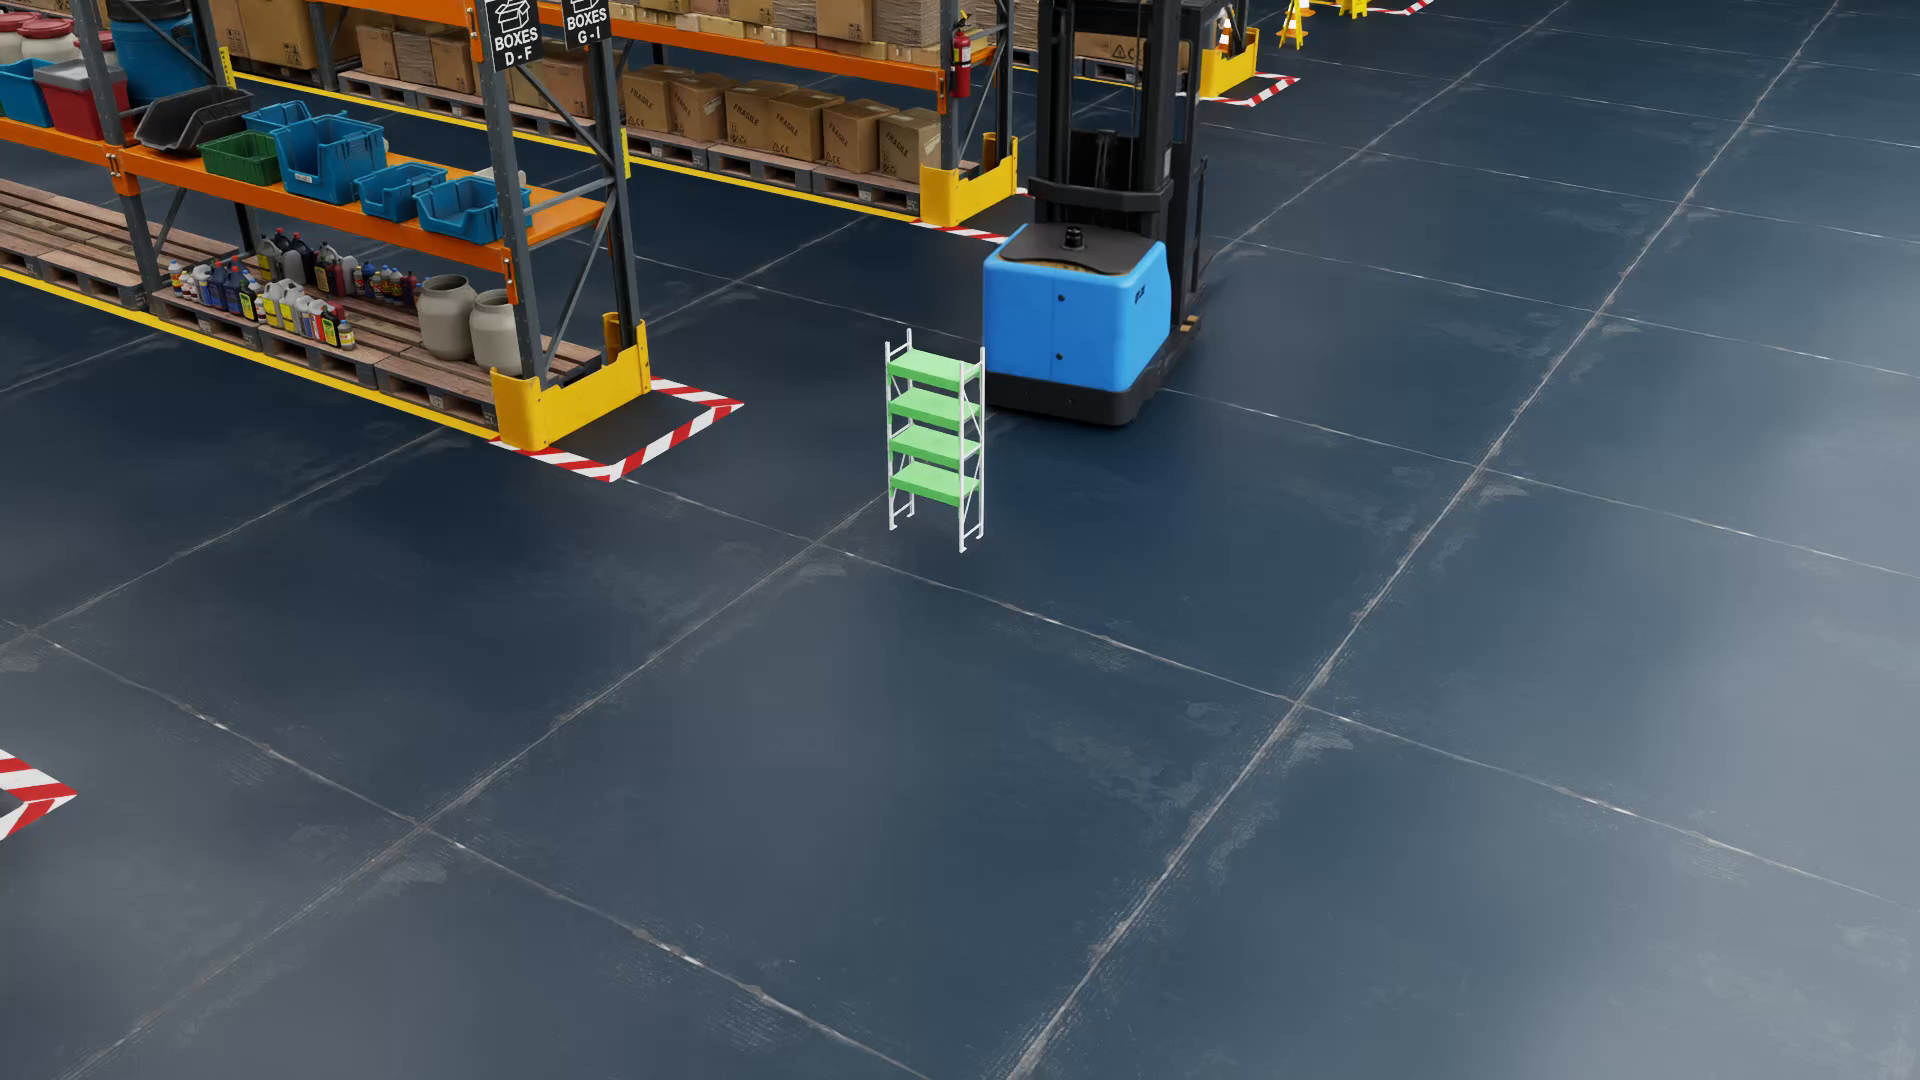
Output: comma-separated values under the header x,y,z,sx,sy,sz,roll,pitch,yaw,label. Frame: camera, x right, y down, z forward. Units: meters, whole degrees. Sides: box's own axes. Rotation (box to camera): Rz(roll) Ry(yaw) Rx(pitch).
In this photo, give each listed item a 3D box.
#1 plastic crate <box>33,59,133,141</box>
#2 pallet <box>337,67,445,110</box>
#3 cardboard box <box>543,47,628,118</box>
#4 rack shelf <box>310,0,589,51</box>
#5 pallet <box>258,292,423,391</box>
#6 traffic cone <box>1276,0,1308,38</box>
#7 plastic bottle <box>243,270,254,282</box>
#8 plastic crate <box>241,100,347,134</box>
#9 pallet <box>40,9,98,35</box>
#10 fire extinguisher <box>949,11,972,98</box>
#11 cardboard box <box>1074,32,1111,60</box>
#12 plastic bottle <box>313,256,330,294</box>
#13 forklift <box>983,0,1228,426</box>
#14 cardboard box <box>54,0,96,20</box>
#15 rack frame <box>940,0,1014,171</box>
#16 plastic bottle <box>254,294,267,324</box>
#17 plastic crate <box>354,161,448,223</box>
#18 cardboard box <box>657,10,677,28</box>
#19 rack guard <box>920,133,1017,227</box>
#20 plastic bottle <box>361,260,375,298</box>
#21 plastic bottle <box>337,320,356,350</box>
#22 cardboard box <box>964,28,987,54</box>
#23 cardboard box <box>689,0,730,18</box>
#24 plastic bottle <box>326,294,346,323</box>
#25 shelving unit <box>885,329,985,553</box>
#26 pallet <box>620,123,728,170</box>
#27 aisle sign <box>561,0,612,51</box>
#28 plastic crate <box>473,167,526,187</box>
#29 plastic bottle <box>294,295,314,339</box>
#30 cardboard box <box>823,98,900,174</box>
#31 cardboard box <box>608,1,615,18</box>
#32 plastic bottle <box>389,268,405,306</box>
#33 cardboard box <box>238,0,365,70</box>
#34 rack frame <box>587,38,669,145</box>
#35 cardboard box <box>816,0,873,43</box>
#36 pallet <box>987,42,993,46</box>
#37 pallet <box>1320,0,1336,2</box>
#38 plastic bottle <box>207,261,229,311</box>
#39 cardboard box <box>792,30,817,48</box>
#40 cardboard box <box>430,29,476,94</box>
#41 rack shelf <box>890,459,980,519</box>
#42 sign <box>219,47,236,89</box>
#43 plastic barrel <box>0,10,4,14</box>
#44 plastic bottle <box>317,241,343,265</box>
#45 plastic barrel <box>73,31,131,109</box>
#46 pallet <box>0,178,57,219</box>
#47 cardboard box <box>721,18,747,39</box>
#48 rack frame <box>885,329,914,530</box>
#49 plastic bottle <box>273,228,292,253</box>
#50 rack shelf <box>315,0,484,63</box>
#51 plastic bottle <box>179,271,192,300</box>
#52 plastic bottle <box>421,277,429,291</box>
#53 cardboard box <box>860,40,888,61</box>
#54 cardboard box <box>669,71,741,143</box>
x,y,z,sx,sy,sz,roll,pitch,yaw,label
-6.444,-3.246,12.273,0.583,0.464,0.402,18,35,27,plastic crate
-5.965,-4.990,18.094,1.213,0.211,1.003,18,35,27,pallet
-3.747,-4.617,16.731,0.500,0.500,0.700,15,33,24,cardboard box
-4.932,-5.558,17.014,4.000,0.370,1.077,18,35,27,rack shelf
-4.287,-1.490,12.095,1.213,0.211,1.003,18,35,27,pallet
4.066,-6.395,20.252,0.334,0.463,0.336,18,35,27,traffic cone
-5.221,-1.850,12.215,0.097,0.271,0.097,0,30,0,plastic bottle
-4.790,-2.974,12.019,0.616,0.251,0.499,18,35,27,plastic crate
-10.617,-6.509,20.697,1.213,0.211,1.003,18,35,27,pallet
0.002,-4.001,13.707,0.183,0.674,0.296,18,35,27,fire extinguisher
1.516,-6.003,18.755,0.875,0.875,0.875,17,34,27,cardboard box
-4.769,-1.998,12.456,0.133,0.283,0.061,18,35,27,plastic bottle
1.153,-2.742,11.541,1.130,2.935,3.031,11,32,19,forklift
-10.531,-6.951,20.379,0.875,0.875,0.875,18,35,27,cardboard box
0.150,-4.261,14.078,0.127,3.000,1.000,18,35,27,rack frame
-5.021,-1.671,11.977,0.097,0.201,0.097,0,30,0,plastic bottle
-3.614,-2.266,10.805,0.408,0.251,0.499,18,35,27,plastic crate
-2.568,-4.848,15.332,0.250,0.149,0.380,18,35,27,cardboard box
0.085,-3.202,14.742,0.348,0.500,1.175,18,35,27,rack guard
-4.400,-1.951,12.388,0.097,0.271,0.097,0,30,0,plastic bottle
-4.272,-1.434,11.571,0.097,0.201,0.097,0,30,0,plastic bottle
0.035,-4.331,14.446,0.250,0.149,0.380,18,35,27,cardboard box
-2.008,-5.118,15.151,0.500,0.500,0.875,18,35,27,cardboard box
-4.415,-1.594,11.764,0.133,0.283,0.061,18,35,27,plastic bottle
-0.140,-0.563,9.524,0.503,1.200,0.258,18,35,27,shelving unit
-2.651,-3.964,16.334,1.213,0.211,1.003,18,35,27,pallet
-2.267,-3.376,9.980,0.004,0.787,0.394,18,35,27,aisle sign
-3.070,-2.411,11.167,0.250,0.136,0.298,18,35,27,plastic crate
-4.589,-1.582,11.752,0.135,0.276,0.152,17,34,26,plastic bottle
-0.895,-3.683,15.150,0.500,0.500,0.500,-25,38,-36,cardboard box
-3.216,-5.038,15.659,0.250,0.149,0.380,18,35,27,cardboard box
-4.144,-1.869,12.249,0.097,0.271,0.097,0,30,0,plastic bottle
-7.200,-5.862,18.513,0.875,0.875,1.225,16,34,25,cardboard box
-3.238,-5.333,15.914,0.127,3.000,1.000,18,35,27,rack frame
-0.789,-4.675,14.392,0.500,0.500,0.875,18,35,27,cardboard box
0.087,-5.981,19.793,1.213,0.211,1.003,18,35,27,pallet
4.684,-7.539,22.464,1.213,0.211,1.003,18,35,27,pallet
-5.408,-1.871,12.173,0.185,0.351,0.144,19,35,29,plastic bottle
-1.269,-4.469,14.683,0.250,0.149,0.380,18,35,27,cardboard box
-5.088,-5.052,17.476,0.500,0.500,0.700,21,36,31,cardboard box
-0.140,-0.300,9.677,0.480,0.148,0.258,18,35,27,rack shelf
-5.570,-3.570,12.619,0.005,0.325,0.100,18,35,27,sign
-7.918,-4.042,13.590,0.421,0.512,0.421,0,30,0,plastic barrel
-4.737,-2.077,12.526,0.185,0.351,0.144,17,34,27,plastic bottle
-6.565,-3.628,12.856,0.433,0.535,0.433,0,30,0,plastic barrel
-8.624,-2.862,14.446,1.213,0.211,1.003,18,35,27,pallet
-1.939,-4.642,14.980,0.250,0.149,0.380,18,35,27,cardboard box
-0.347,-0.628,9.636,0.015,1.200,0.240,18,35,27,rack frame
-5.173,-2.215,12.763,0.185,0.351,0.144,17,34,26,plastic bottle
-4.177,-3.668,10.798,4.000,0.370,1.077,18,35,27,rack shelf
-5.749,-1.901,12.371,0.097,0.201,0.097,0,30,0,plastic bottle
-3.853,-1.778,12.091,0.097,0.271,0.097,0,30,0,plastic bottle
-0.652,-4.253,14.313,0.250,0.149,0.380,18,35,27,cardboard box
-2.432,-4.160,15.968,0.500,0.500,0.500,-23,37,-33,cardboard box
